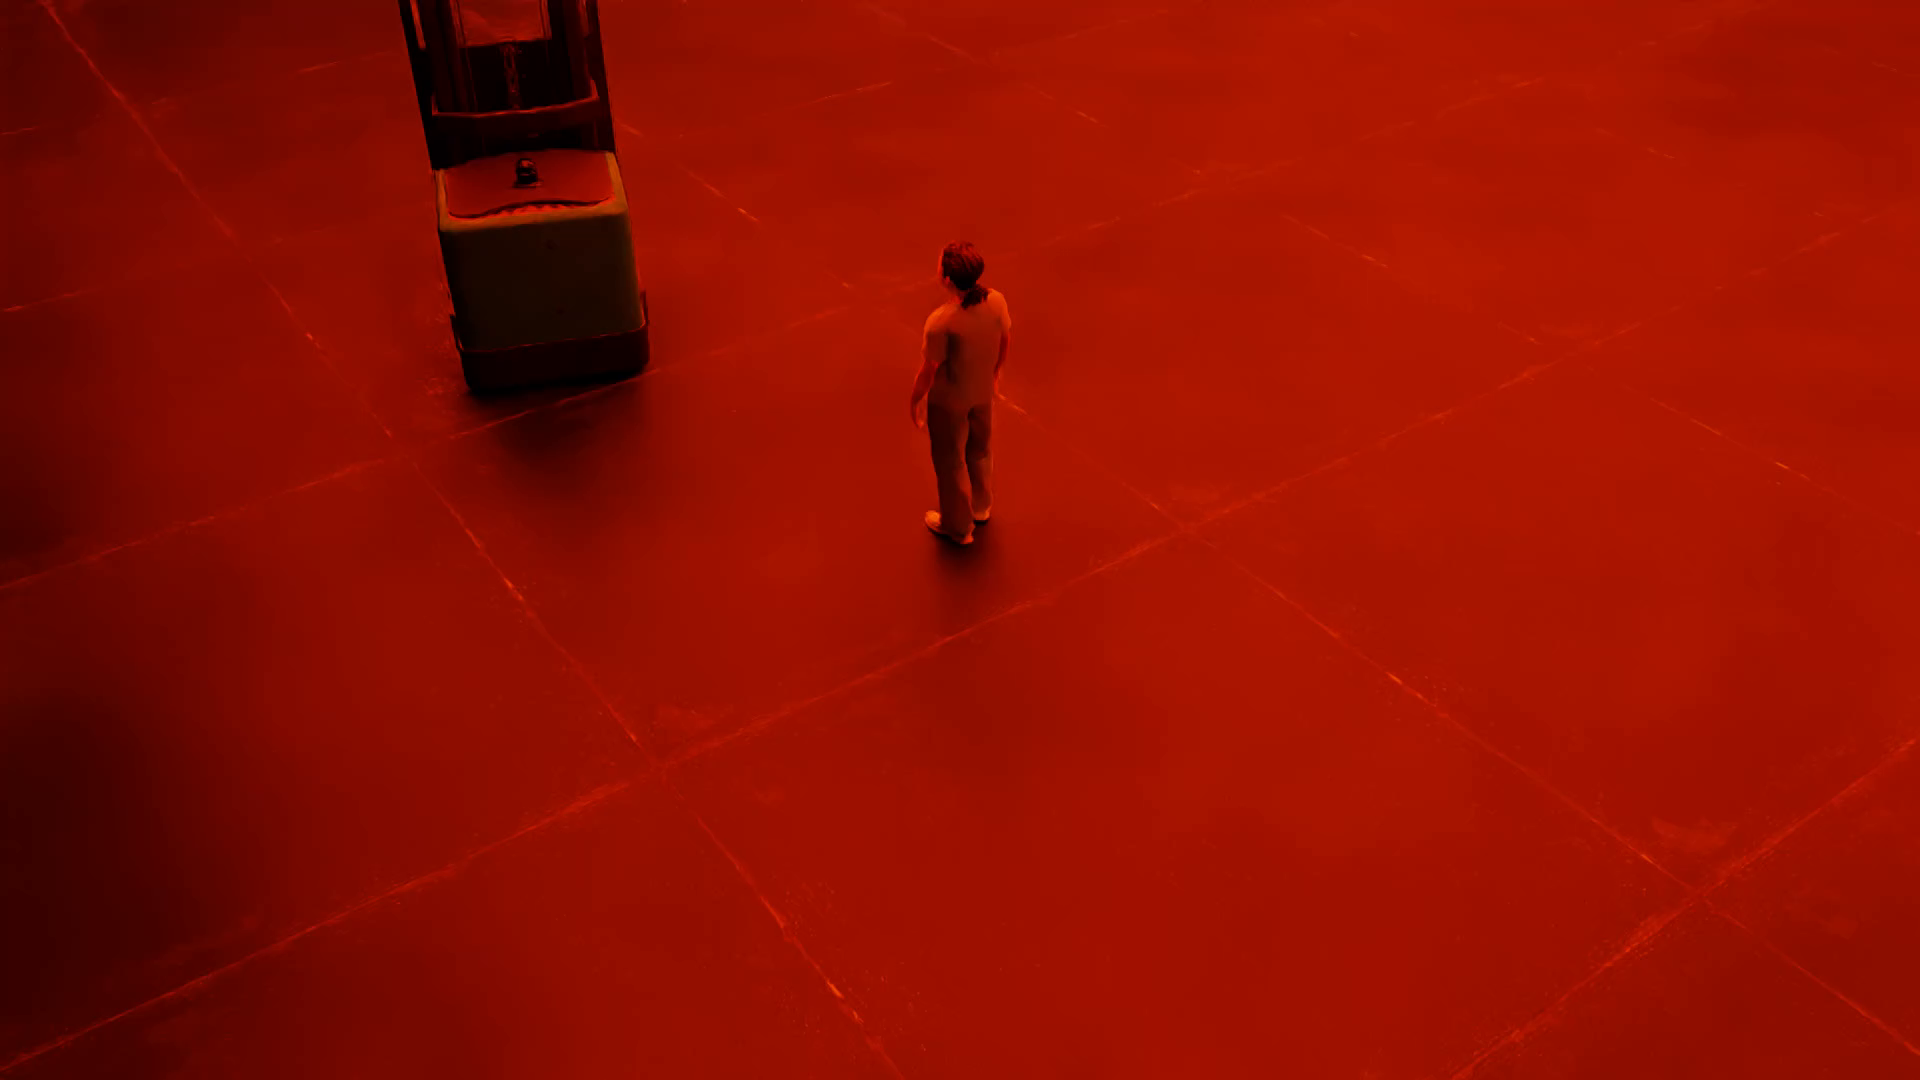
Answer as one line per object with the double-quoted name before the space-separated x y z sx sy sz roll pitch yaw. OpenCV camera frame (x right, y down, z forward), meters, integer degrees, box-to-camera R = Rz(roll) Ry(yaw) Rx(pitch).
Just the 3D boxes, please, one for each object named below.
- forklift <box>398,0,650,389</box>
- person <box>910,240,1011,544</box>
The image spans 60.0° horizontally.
"forklift" -2.695 -2.916 9.889 1.130 2.935 3.031 -9 37 -12
"person" -0.032 -0.720 7.962 0.550 1.674 0.548 -23 42 -28
